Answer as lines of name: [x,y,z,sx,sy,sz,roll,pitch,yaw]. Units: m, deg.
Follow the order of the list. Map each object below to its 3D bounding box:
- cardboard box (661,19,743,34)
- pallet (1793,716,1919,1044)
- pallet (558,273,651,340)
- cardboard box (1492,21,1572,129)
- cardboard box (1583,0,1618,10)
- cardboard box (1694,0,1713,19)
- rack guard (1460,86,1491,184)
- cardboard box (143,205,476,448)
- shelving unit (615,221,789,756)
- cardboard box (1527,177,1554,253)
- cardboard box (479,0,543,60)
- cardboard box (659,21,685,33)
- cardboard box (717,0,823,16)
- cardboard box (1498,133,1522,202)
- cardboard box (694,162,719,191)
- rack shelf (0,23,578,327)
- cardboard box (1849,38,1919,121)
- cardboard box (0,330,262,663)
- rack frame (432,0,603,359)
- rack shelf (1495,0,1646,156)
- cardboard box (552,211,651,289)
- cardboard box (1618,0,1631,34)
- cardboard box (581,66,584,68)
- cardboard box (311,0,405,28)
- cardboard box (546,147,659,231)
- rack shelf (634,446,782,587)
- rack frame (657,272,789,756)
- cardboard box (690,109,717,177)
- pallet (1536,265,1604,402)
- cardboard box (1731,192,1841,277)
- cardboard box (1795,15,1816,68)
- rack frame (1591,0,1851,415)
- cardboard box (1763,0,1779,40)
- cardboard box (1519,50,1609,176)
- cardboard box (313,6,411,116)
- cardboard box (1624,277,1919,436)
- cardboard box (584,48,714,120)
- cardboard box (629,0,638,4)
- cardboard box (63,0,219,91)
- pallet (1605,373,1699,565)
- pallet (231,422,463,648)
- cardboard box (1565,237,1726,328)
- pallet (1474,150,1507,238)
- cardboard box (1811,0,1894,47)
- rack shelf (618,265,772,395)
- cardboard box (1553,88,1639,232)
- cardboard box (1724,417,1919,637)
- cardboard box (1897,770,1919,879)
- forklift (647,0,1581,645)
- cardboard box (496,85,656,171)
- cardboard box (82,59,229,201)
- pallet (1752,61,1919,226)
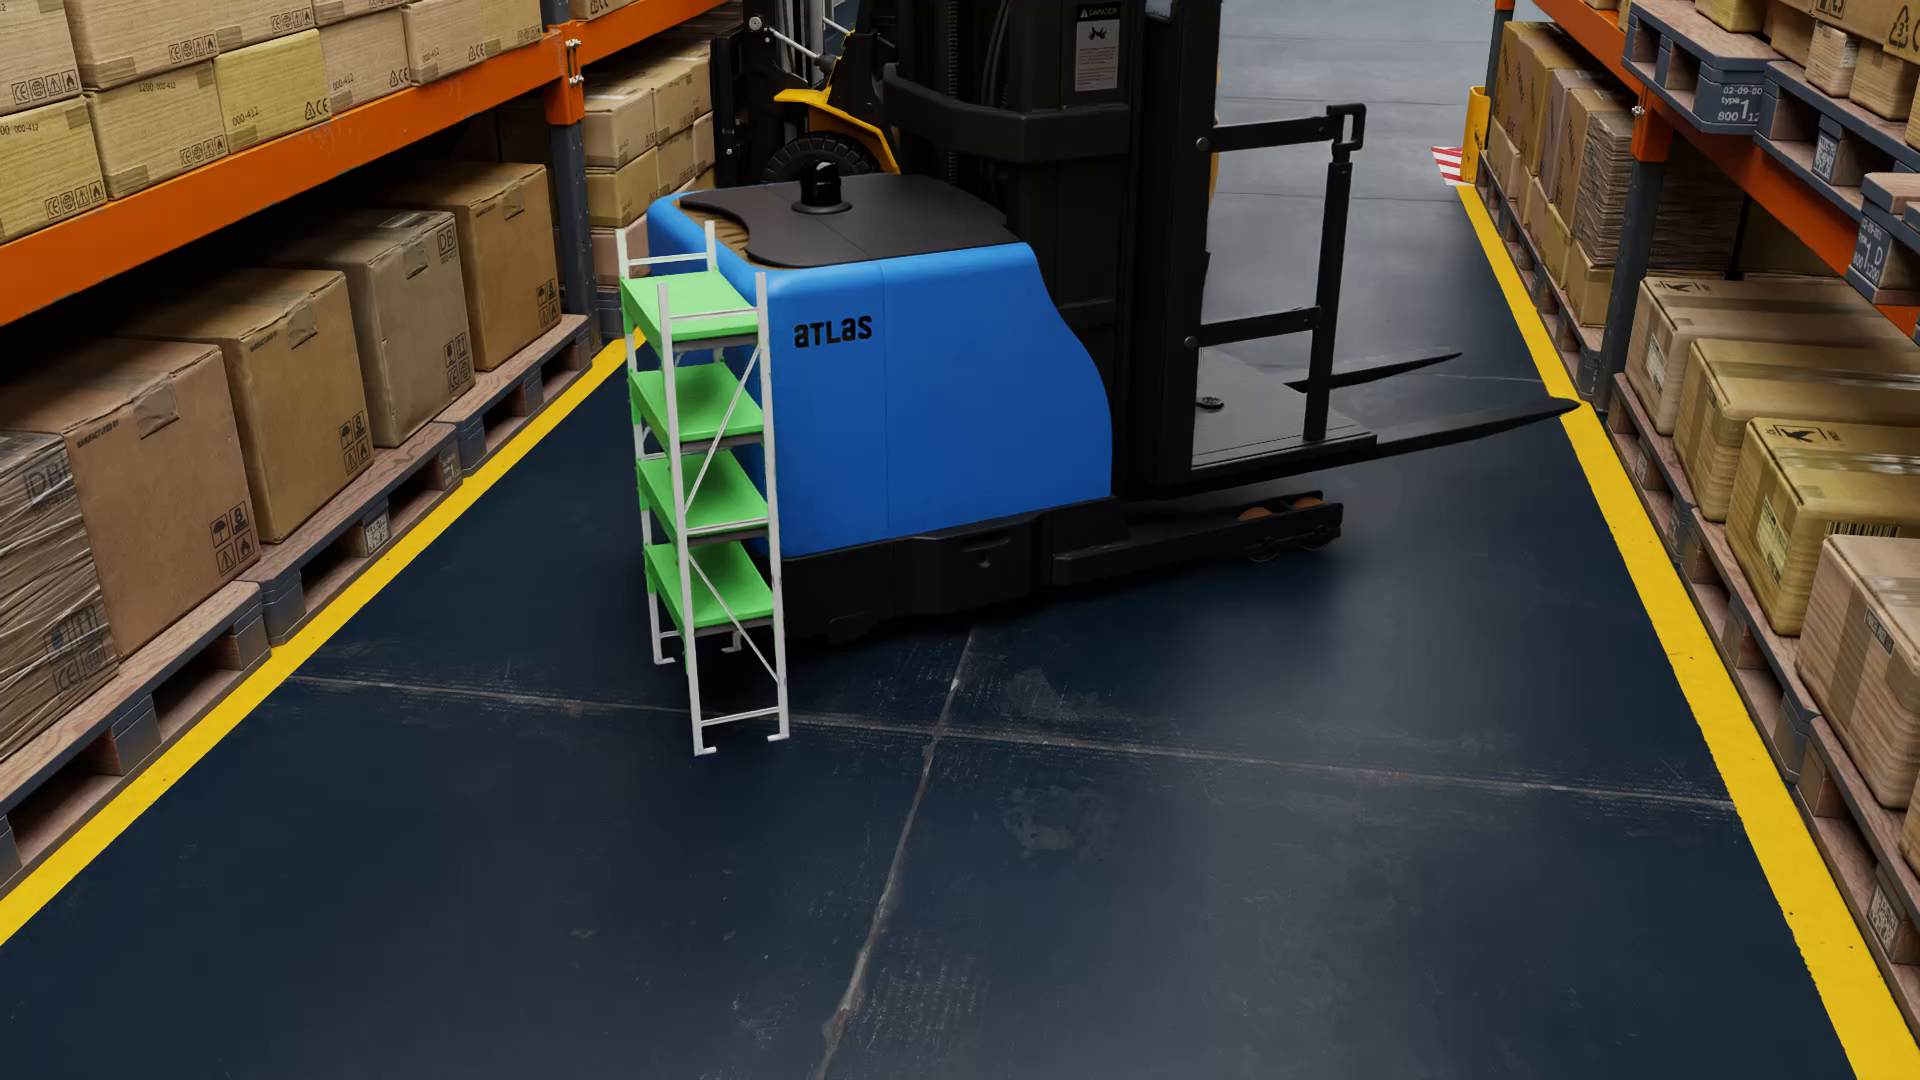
cardboard box: [-1.260,-2.595,8.824,0.500,0.250,0.500,4,25,9]
pallet: [2.377,0.787,3.319,1.003,0.211,1.213,4,25,9]
pallet: [-1.825,-1.231,7.631,1.003,0.211,1.213,4,25,9]
cardboard box: [3.147,-2.451,8.812,0.500,0.500,0.500,3,25,7]
cardboard box: [2.816,-2.289,6.898,0.380,0.149,0.250,4,25,8]
cardboard box: [2.499,-1.689,5.121,0.380,0.149,0.250,4,25,9]
rack guard: [3.543,-2.331,9.640,1.175,0.500,0.348,4,25,9]
cardboard box: [-2.205,-0.736,5.590,0.875,0.625,0.625,4,25,8]
shelving unit: [-0.632,-0.128,4.107,0.258,1.200,0.503,-9,27,-19]
cardboard box: [2.898,-1.468,7.597,0.500,0.250,0.500,4,25,9]
cardboard box: [-1.821,-1.867,5.878,0.500,0.250,0.500,5,25,10]
cardboard box: [-1.778,-2.629,8.898,0.500,0.250,0.500,4,25,8]
cardboard box: [-1.110,-3.021,9.734,0.500,0.250,0.500,5,26,10]
cardboard box: [3.060,-1.909,8.537,0.500,0.250,0.500,5,26,10]
cardboard box: [-1.454,-1.718,8.130,0.500,0.250,0.500,4,25,9]
rack shelf: [-2.323,-1.002,4.701,1.077,0.370,4.000,4,25,9]
cardboard box: [2.244,-1.032,3.718,0.380,0.149,0.250,3,25,7]
cardboard box: [-2.436,-0.140,4.316,0.875,0.625,0.625,5,26,10]
rack frame: [-1.996,-2.164,6.335,1.000,3.000,0.127,4,25,9]
rack shelf: [3.228,-2.333,7.544,1.077,0.370,4.000,4,25,9]
cardboard box: [-1.591,-1.288,7.212,0.500,0.250,0.500,4,25,9]
cardboard box: [2.687,-1.968,6.213,0.380,0.149,0.250,5,25,10]
cardboard box: [-1.943,-2.205,7.991,0.500,0.250,0.500,4,25,9]
cardboard box: [-1.991,-1.671,4.868,0.500,0.250,0.500,5,25,10]
cardboard box: [-1.613,-1.516,7.110,0.500,0.250,0.500,4,25,8]
rack shelf: [-0.632,-0.070,4.134,0.258,0.148,0.480,-9,27,-19]
rack frame: [-0.545,-0.031,3.901,0.240,1.200,0.015,-9,27,-19]
cardboard box: [-1.439,-1.937,8.008,0.500,0.250,0.500,4,25,8]
pallet: [2.976,-0.842,6.800,1.003,0.211,1.213,4,25,9]
cardboard box: [3.264,-1.334,6.426,0.500,0.500,0.500,5,26,11]
cardboard box: [2.353,-1.253,4.190,0.380,0.149,0.250,4,25,9]
rack frame: [2.901,-1.822,5.604,1.000,3.000,0.127,4,25,9]
cardboard box: [2.479,-1.461,4.635,0.380,0.149,0.250,6,26,12]
cardboard box: [2.976,-2.023,7.897,0.500,0.500,0.500,5,25,10]
cardboard box: [-2.009,-1.451,4.989,0.500,0.250,0.500,4,25,9]
cardboard box: [2.818,-0.602,5.603,0.950,0.372,0.625,4,25,9]
cardboard box: [-1.444,-2.165,7.905,0.500,0.250,0.500,5,26,10]
cardboard box: [-1.597,-2.596,7.140,0.500,0.500,0.500,4,25,9]
cardboard box: [-2.150,-1.245,3.960,0.500,0.250,0.500,3,25,7]
pallet: [2.776,-0.233,5.499,1.003,0.211,1.213,4,25,9]
pallet: [-2.275,-0.079,5.169,1.003,0.211,1.213,4,25,9]
cardboard box: [2.733,-1.033,6.666,0.500,0.250,0.500,5,26,11]
pallet: [3.375,-1.863,8.981,1.003,0.211,1.213,4,25,9]
cardboard box: [2.293,-1.385,3.706,0.500,0.500,0.500,3,25,6]
rack shelf: [-0.632,-0.504,3.931,0.258,0.148,0.480,-9,27,-19]
cardboard box: [2.815,-1.585,6.962,0.500,0.500,0.500,4,25,9]
cardboard box: [2.592,-0.011,4.339,0.950,0.372,0.625,5,26,10]
cardboard box: [2.350,0.615,3.001,0.950,0.372,0.625,2,25,5]
forklift: [0.627,-1.449,4.889,3.031,2.935,1.130,-11,27,-23]
cardboard box: [-1.608,-1.743,7.003,0.500,0.250,0.500,4,25,8]
cardboard box: [-2.172,-1.018,4.063,0.500,0.250,0.500,3,25,7]
pallet: [2.531,-0.893,3.845,1.003,0.211,1.213,4,25,9]
